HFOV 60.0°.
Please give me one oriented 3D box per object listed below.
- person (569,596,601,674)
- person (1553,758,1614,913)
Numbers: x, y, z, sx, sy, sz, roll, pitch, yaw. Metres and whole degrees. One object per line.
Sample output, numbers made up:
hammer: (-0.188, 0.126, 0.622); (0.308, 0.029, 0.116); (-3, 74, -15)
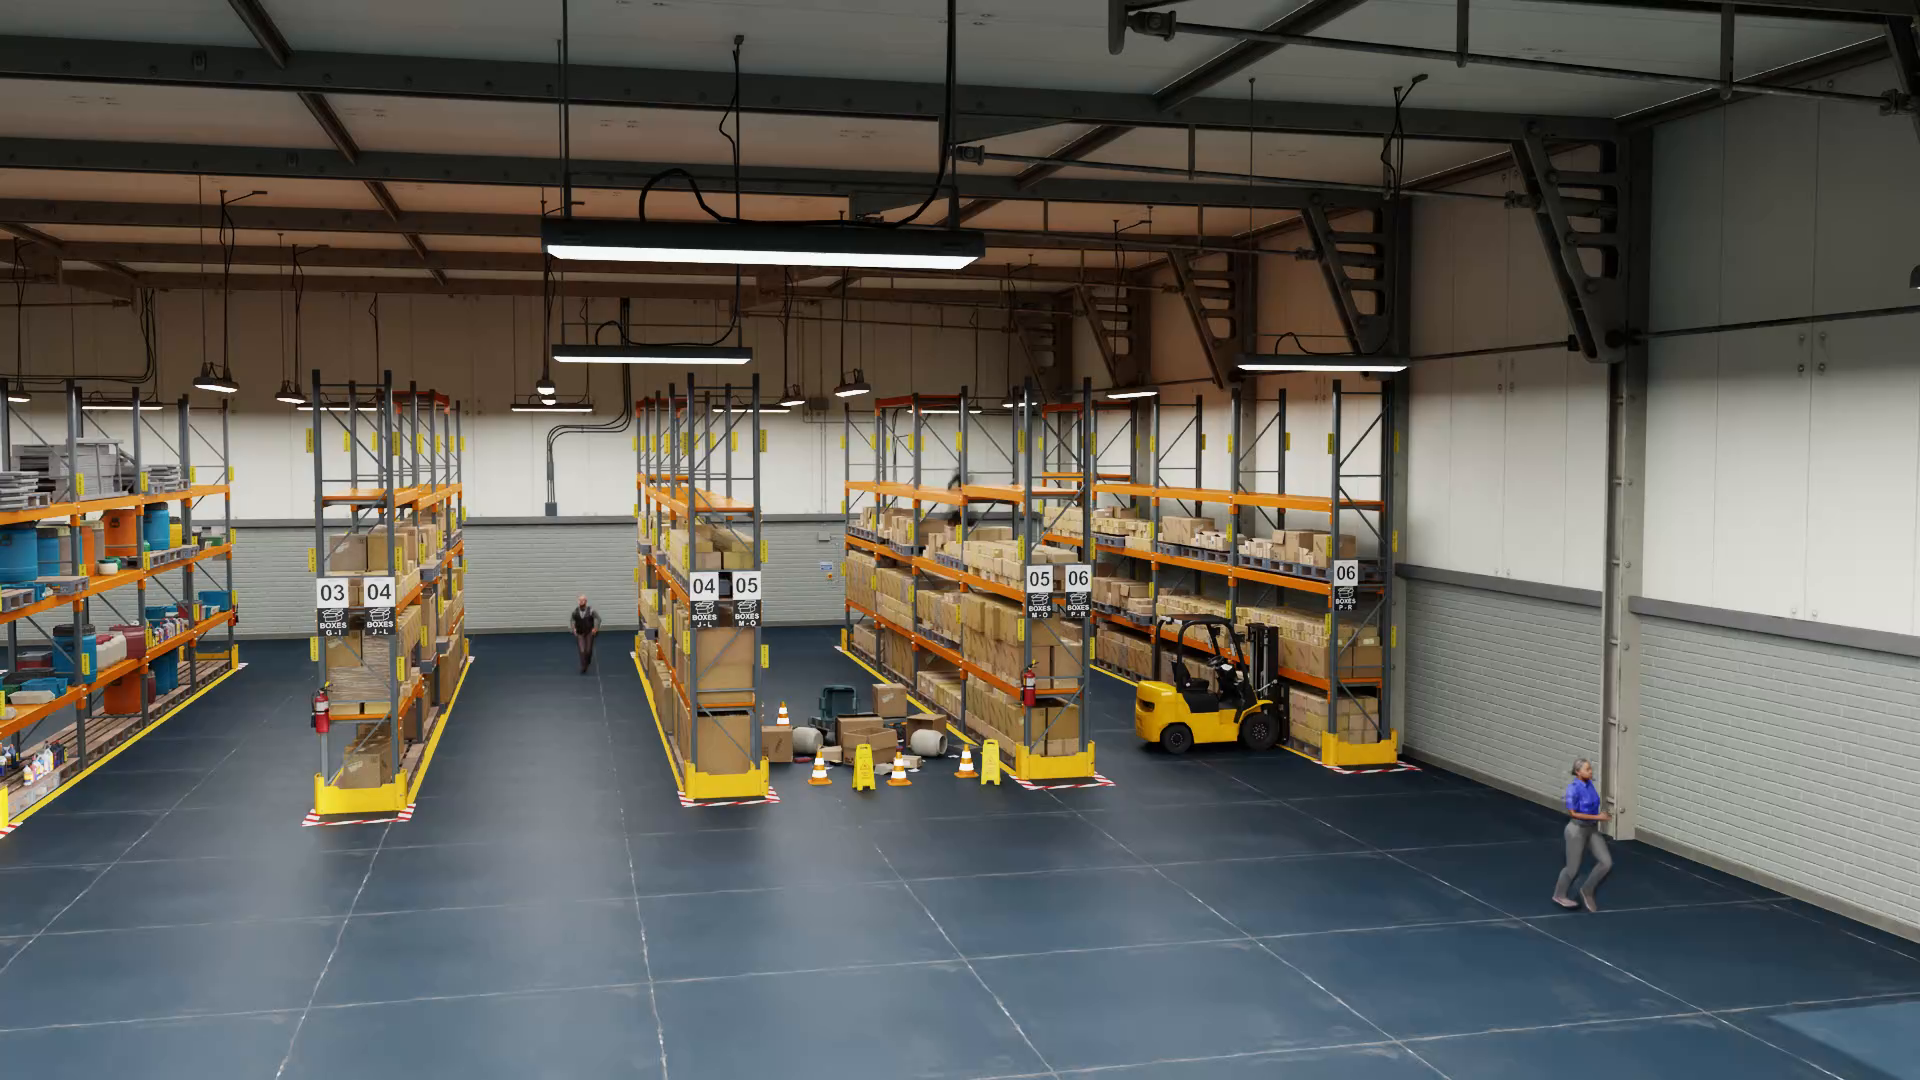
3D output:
person: (-8.207, 2.064, 36.406); (0.668, 1.690, 0.661); (0, 3, -4)
person: (6.670, 3.155, 17.725); (0.544, 1.664, 0.678); (-2, 4, -31)
